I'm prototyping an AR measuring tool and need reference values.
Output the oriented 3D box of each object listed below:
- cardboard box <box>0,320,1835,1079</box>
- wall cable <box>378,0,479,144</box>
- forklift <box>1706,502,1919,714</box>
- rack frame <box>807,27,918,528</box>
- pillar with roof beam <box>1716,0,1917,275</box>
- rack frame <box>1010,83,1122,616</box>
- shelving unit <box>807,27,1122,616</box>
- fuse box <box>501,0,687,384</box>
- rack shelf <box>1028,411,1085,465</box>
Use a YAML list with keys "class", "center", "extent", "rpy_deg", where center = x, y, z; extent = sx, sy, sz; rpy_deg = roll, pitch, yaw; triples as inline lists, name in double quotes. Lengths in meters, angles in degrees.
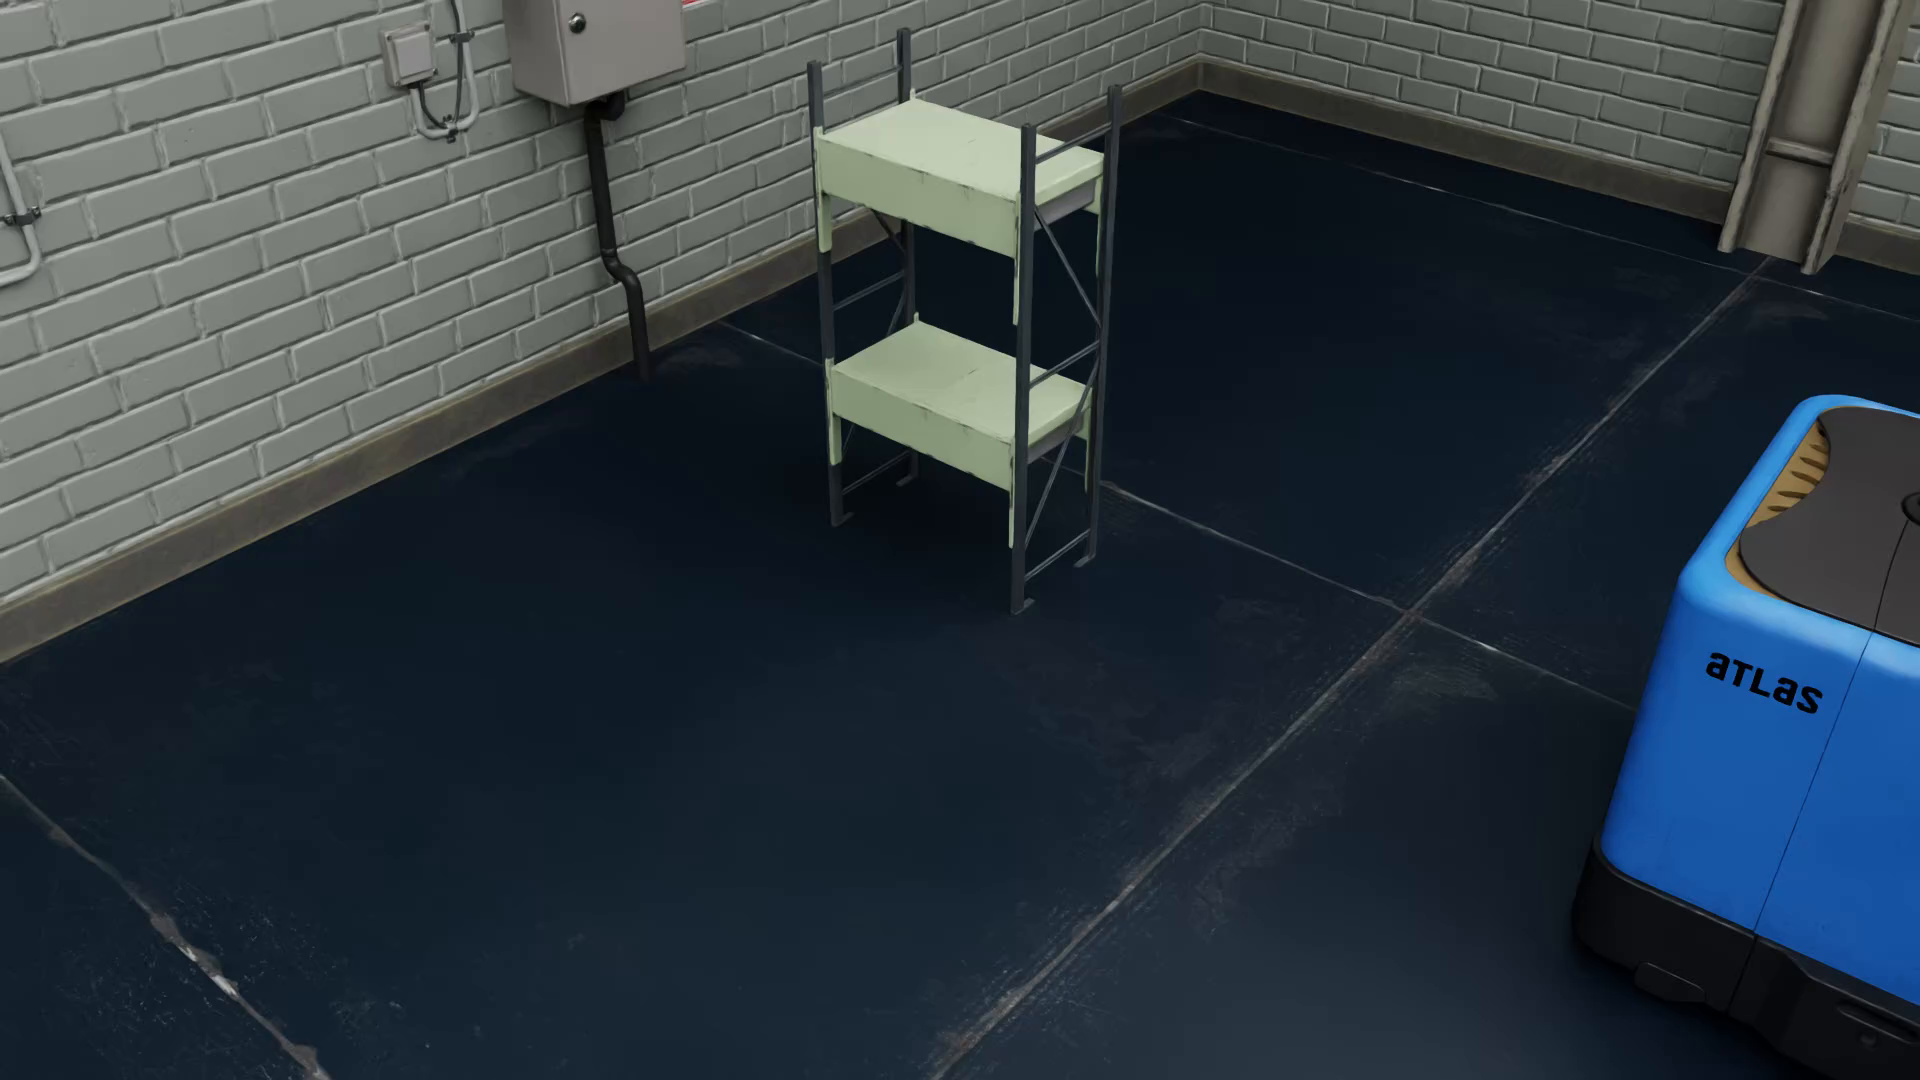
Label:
- class: "cardboard box"
  center: [2.303, 2.200, 0.678]
  extent: [13.522, 1.550, 6.103]
  rpy_deg: [24, 41, 31]
- class: "wall cable"
  center: [-1.676, -2.004, 4.621]
  extent: [0.122, 1.984, 0.588]
  rpy_deg: [25, 42, 32]
- class: "forklift"
  center: [2.922, 0.093, 2.604]
  extent: [2.937, 2.843, 1.107]
  rpy_deg: [23, 41, 30]
- class: "rack frame"
  center: [-0.276, -0.748, 5.015]
  extent: [0.023, 1.500, 0.400]
  rpy_deg: [25, 42, 32]
- class: "pillar with roof beam"
  center: [0.697, -3.061, 1.758]
  extent: [0.400, 9.000, 9.100]
  rpy_deg: [25, 42, 32]
- class: "rack frame"
  center: [0.286, -0.483, 4.629]
  extent: [0.023, 1.500, 0.400]
  rpy_deg: [25, 42, 32]
- class: "shelving unit"
  center: [0.005, -0.616, 4.822]
  extent: [0.755, 1.500, 0.400]
  rpy_deg: [25, 42, 32]
- class: "fuse box"
  center: [-1.118, -1.294, 5.622]
  extent: [0.414, 1.711, 0.539]
  rpy_deg: [25, 42, 32]
- class: "rack shelf"
  center: [0.005, -0.406, 4.966]
  extent: [0.664, 0.071, 0.332]
  rpy_deg: [25, 42, 32]
